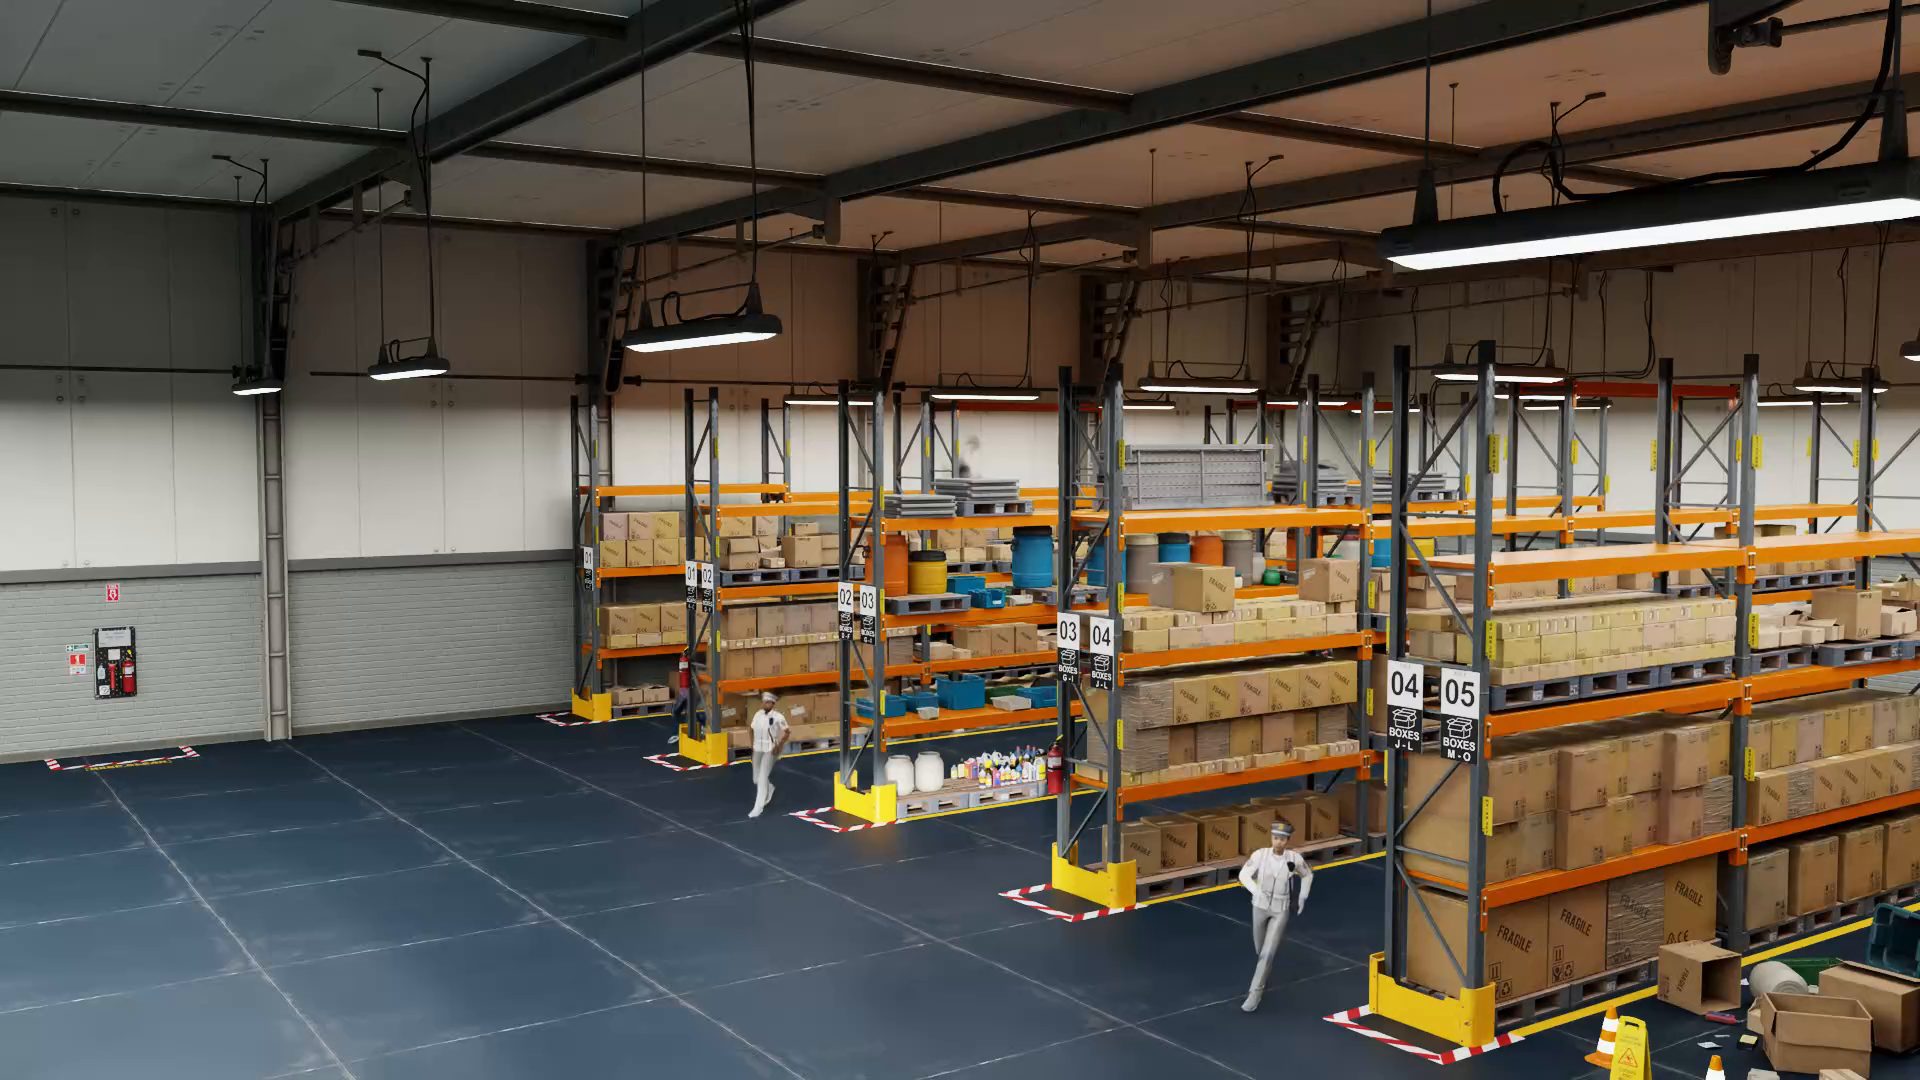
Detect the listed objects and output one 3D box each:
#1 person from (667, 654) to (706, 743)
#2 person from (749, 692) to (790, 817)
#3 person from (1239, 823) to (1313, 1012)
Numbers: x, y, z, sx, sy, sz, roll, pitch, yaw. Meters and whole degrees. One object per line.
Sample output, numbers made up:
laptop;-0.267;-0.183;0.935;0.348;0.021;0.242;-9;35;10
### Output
person;-4.594;2.679;28.458;0.788;1.584;0.574;-3;4;-39
person;-2.672;2.954;23.105;0.603;1.703;0.762;2;4;24
person;2.895;3.400;15.303;0.646;1.679;0.900;1;4;21
